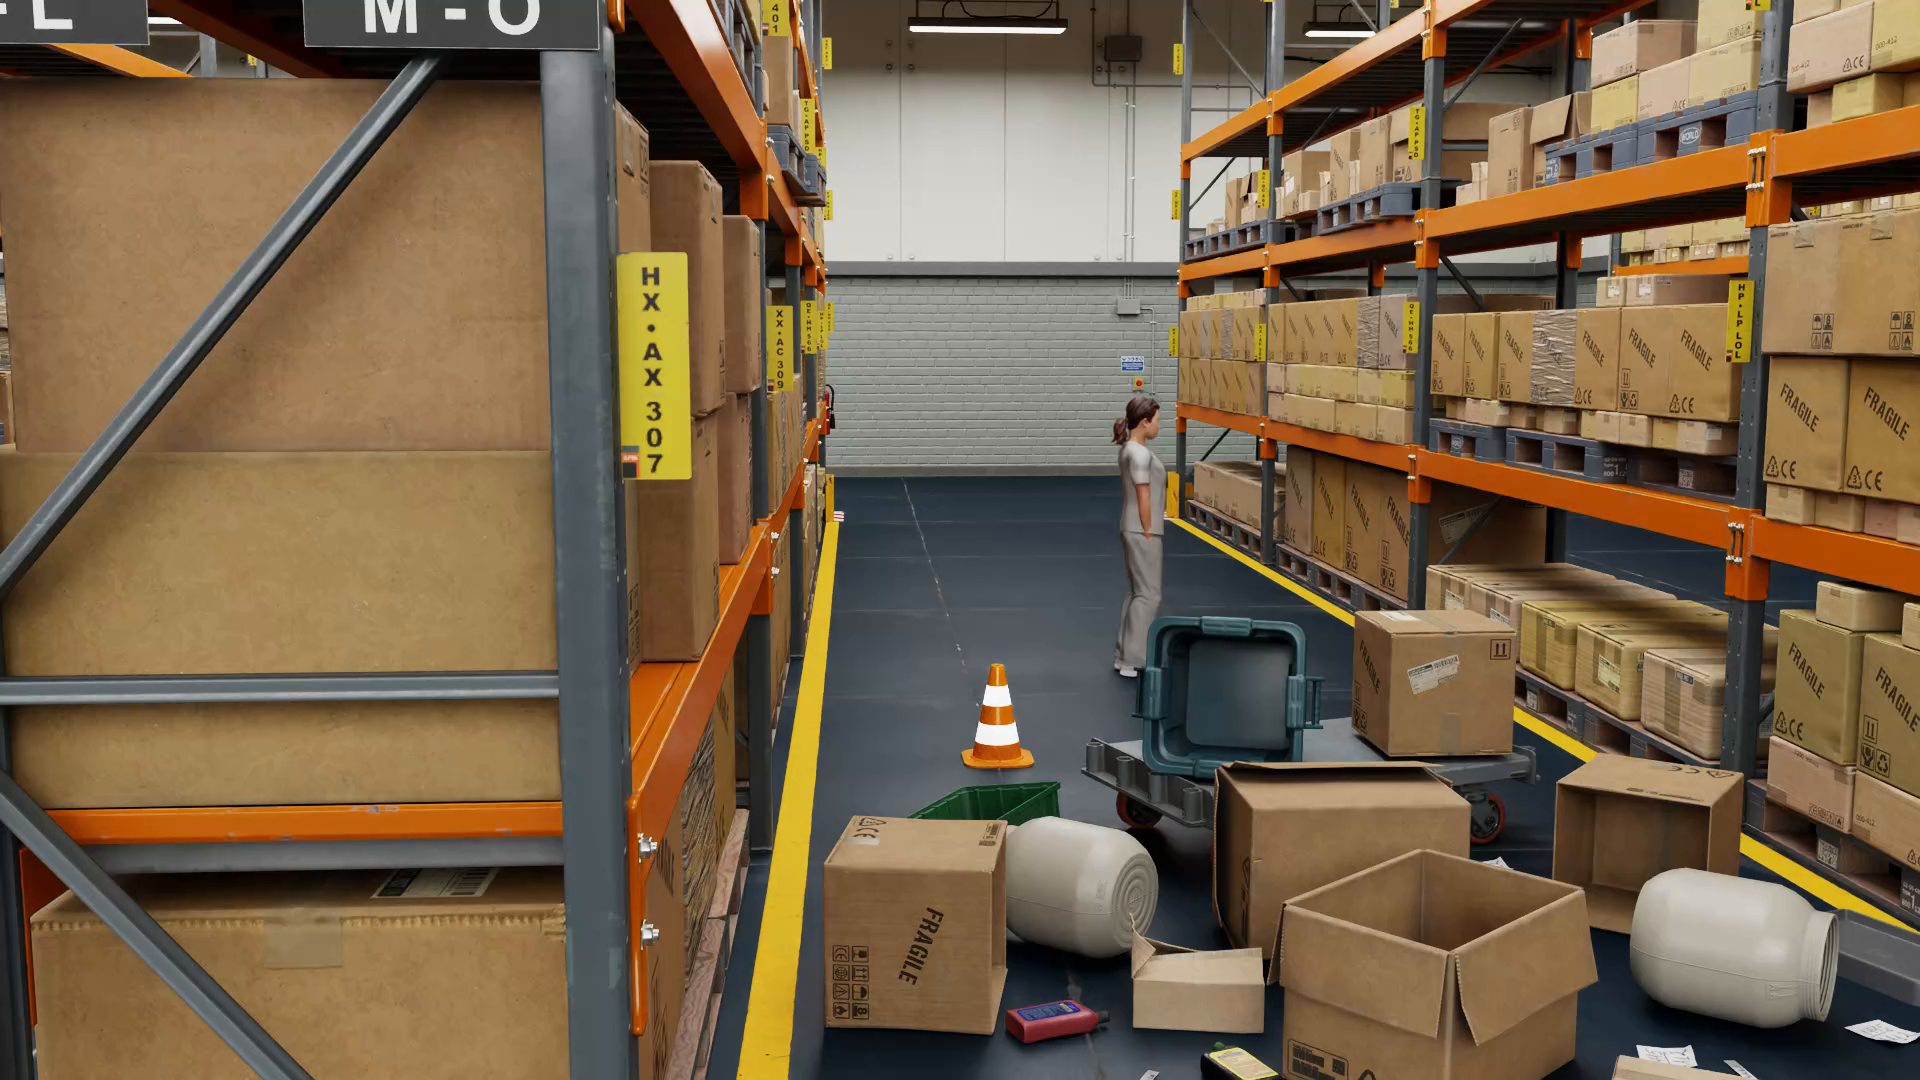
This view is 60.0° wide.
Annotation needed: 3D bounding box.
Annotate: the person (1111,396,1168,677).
[{"bbox_3d":[1.078,-0.026,9.997,0.363,1.673,0.439,0,7,-3],"label":"person"}]
